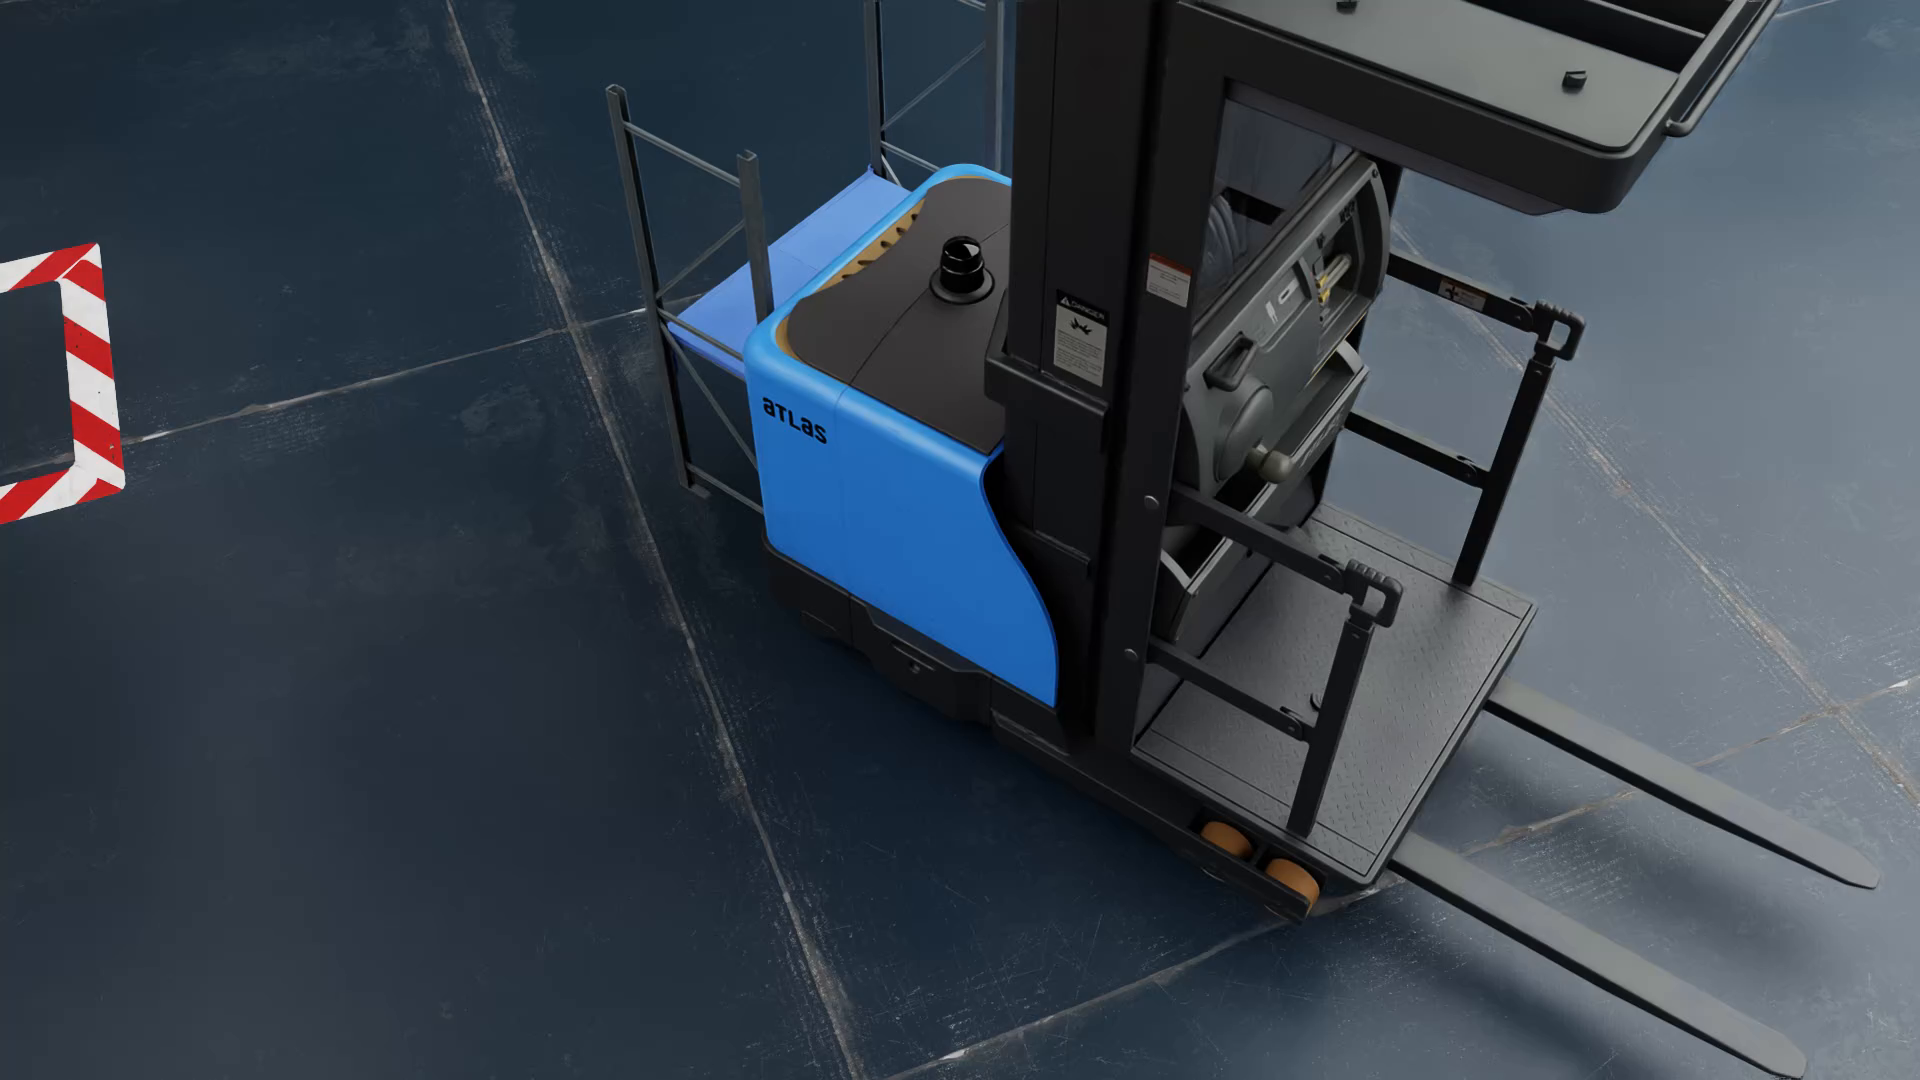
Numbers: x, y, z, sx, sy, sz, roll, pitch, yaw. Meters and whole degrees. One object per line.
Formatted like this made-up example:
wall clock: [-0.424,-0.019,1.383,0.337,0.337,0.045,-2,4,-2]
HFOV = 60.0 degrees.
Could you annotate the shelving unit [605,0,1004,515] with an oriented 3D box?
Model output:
shelving unit: [-0.393,-0.868,5.007,0.538,1.500,1.048,30,56,23]

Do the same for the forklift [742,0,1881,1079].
forklift: [0.916,-0.420,3.679,3.031,2.935,1.130,28,55,22]

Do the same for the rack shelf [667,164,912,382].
rack shelf: [-0.393,-0.751,5.143,0.538,0.185,1.000,30,56,23]

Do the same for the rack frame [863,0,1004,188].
rack frame: [-0.083,-1.173,5.269,0.500,1.500,0.032,30,56,23]

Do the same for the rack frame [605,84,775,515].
rack frame: [-0.704,-0.563,4.744,0.500,1.500,0.032,30,56,23]
